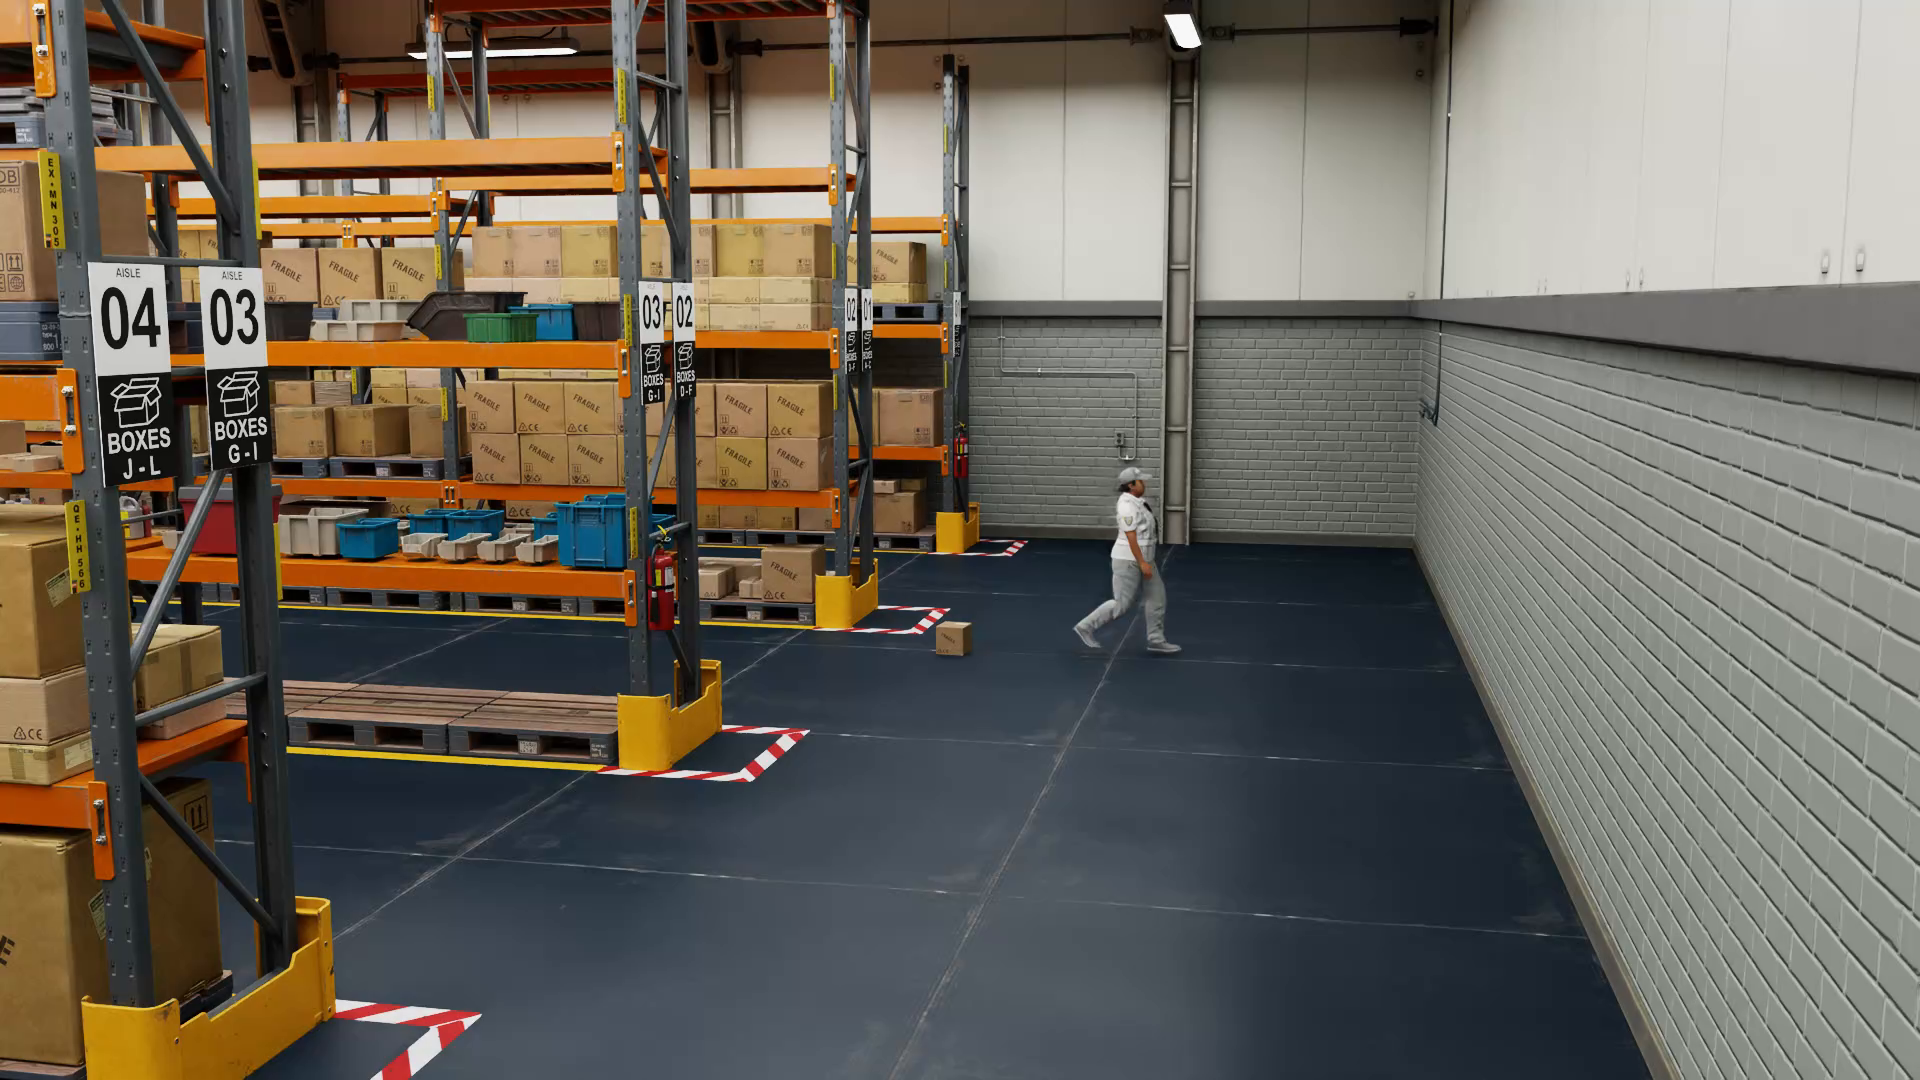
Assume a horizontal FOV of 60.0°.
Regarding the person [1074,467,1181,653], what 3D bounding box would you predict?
[{"bbox_3d":[1.475,0.174,14.509,0.914,1.620,0.471,3,9,19],"label":"person"}]
